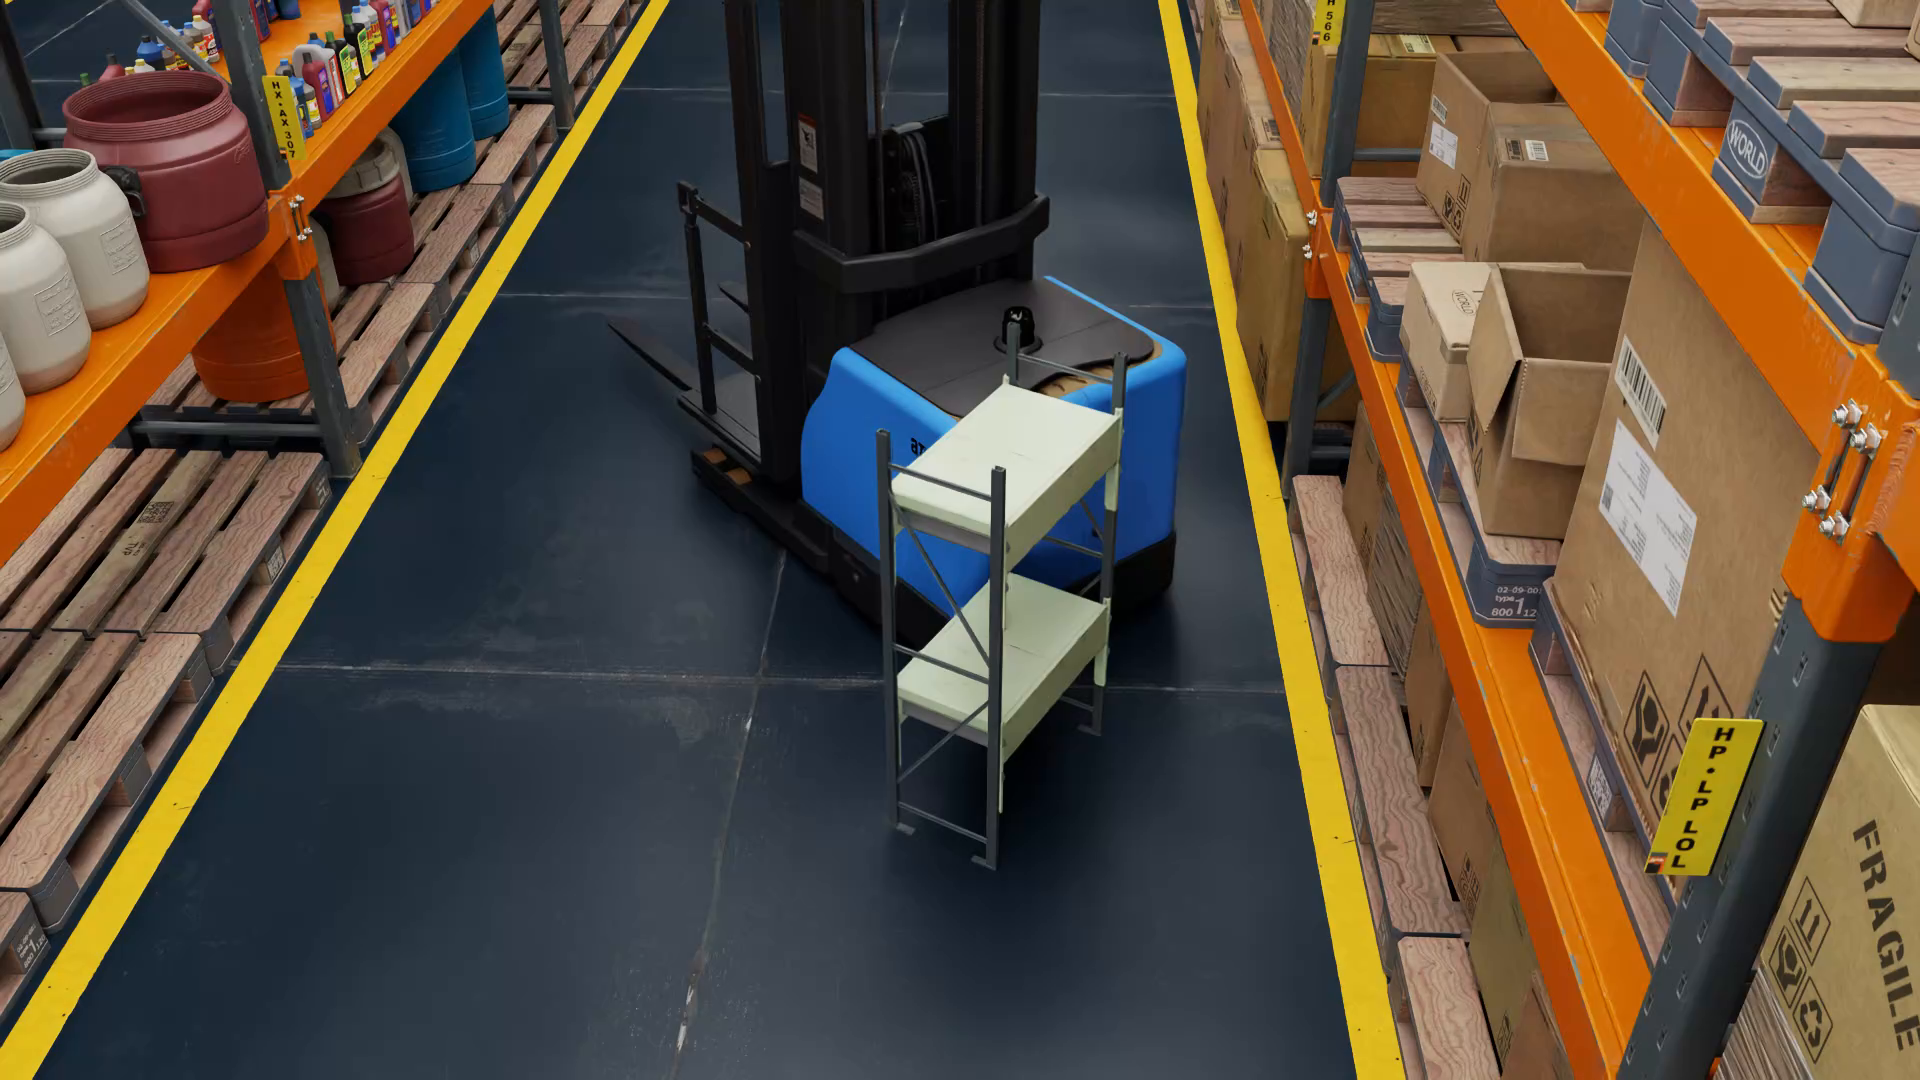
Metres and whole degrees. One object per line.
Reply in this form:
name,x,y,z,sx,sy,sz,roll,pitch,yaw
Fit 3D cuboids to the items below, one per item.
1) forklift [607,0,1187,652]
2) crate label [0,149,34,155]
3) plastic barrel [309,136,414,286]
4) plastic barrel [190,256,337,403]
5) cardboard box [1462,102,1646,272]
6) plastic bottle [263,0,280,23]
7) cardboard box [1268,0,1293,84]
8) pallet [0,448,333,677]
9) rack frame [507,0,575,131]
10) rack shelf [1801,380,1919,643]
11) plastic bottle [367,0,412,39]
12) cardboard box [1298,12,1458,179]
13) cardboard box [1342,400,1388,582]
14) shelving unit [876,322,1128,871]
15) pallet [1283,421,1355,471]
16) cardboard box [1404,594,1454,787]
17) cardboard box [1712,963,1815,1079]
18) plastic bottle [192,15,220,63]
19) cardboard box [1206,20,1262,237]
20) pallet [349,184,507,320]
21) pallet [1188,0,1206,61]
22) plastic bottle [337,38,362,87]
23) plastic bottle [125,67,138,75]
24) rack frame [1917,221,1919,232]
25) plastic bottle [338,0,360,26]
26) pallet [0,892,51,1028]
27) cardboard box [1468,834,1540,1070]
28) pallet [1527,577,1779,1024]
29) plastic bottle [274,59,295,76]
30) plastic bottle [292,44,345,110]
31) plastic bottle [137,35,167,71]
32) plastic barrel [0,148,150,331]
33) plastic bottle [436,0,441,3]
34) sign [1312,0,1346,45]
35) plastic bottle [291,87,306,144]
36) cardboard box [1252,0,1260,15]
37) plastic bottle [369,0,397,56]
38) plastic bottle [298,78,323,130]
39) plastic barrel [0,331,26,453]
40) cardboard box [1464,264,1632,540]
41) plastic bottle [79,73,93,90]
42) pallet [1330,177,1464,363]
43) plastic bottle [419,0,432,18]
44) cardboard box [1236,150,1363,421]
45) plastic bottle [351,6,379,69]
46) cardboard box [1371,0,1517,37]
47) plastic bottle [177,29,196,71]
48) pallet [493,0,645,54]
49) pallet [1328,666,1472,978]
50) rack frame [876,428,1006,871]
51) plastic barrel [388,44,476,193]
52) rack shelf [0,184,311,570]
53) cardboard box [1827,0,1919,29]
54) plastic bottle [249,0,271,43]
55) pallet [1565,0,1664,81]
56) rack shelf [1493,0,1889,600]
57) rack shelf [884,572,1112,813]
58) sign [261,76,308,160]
forklift,-0.480,-1.488,6.318,1.130,2.935,3.031,-24,42,-30
crate label,-3.481,-1.226,6.031,0.303,0.233,0.416,1,35,2
plastic barrel,-3.042,-1.643,8.211,0.600,0.588,0.708,1,35,2
plastic barrel,-3.087,-1.093,7.219,0.600,0.830,0.708,1,35,2
cardboard box,1.955,-0.992,5.100,0.700,0.500,0.500,6,36,9
plastic bottle,-3.393,-2.680,7.997,0.144,0.351,0.185,1,35,2
cardboard box,1.675,-2.328,7.367,0.500,0.500,0.500,0,35,0
pallet,-3.160,0.057,6.485,1.003,0.211,1.213,1,35,2
rack frame,-2.929,-3.826,9.585,1.000,3.000,0.127,1,35,2
rack shelf,1.618,1.101,0.592,1.077,0.370,4.000,1,35,2
plastic bottle,-2.694,-2.515,7.828,0.152,0.276,0.135,1,35,2
cardboard box,1.631,-1.743,6.535,0.500,0.500,0.500,2,35,3
cardboard box,1.852,-0.185,6.196,0.700,0.500,0.500,0,35,-1
shelving unit,0.133,0.189,5.176,0.431,1.500,0.755,19,39,25
pallet,1.966,-0.724,7.596,1.003,0.211,1.213,1,35,2
cardboard box,1.827,0.460,5.279,0.700,0.500,0.500,4,35,6
cardboard box,1.618,0.979,2.402,0.875,0.500,0.500,1,35,2
plastic bottle,-3.440,-2.279,7.556,0.097,0.201,0.097,0,35,0
cardboard box,1.979,-2.132,8.658,1.225,0.875,0.875,0,35,0
pallet,-3.048,-1.540,8.757,1.003,0.211,1.213,1,35,2
pallet,2.175,-3.708,11.843,1.003,0.211,1.213,1,35,2
plastic bottle,-2.694,-2.096,7.296,0.097,0.201,0.097,0,35,0
plastic bottle,-3.468,-1.887,6.999,0.097,0.201,0.097,0,35,0
rack frame,1.698,-1.570,1.157,1.000,3.000,0.127,1,35,2
plastic bottle,-2.841,-2.563,7.831,0.144,0.351,0.185,1,35,2
pallet,-3.258,1.459,4.490,1.003,0.211,1.213,1,35,2
cardboard box,1.782,1.102,4.365,0.700,0.500,0.500,1,35,2
pallet,1.874,0.528,3.557,1.003,0.211,1.213,1,35,2
plastic bottle,-2.856,-1.946,7.082,0.097,0.201,0.097,0,35,0
plastic bottle,-2.731,-1.984,7.072,0.152,0.276,0.135,1,35,2
plastic bottle,-3.460,-2.028,7.138,0.097,0.271,0.097,0,35,0
plastic barrel,-2.918,-0.977,5.435,0.421,0.512,0.421,0,35,0
plastic bottle,-2.672,-2.831,8.277,0.152,0.276,0.135,1,35,2
sign,1.304,-1.898,5.835,0.100,0.325,0.005,1,35,2
plastic bottle,-2.750,-1.718,6.694,0.152,0.276,0.135,1,35,2
cardboard box,1.712,-2.917,8.206,0.500,0.500,0.500,1,35,1
plastic bottle,-2.658,-2.384,7.635,0.061,0.283,0.133,1,35,2
plastic bottle,-2.714,-1.809,6.889,0.097,0.201,0.097,0,35,0
plastic barrel,-2.946,-0.500,4.734,0.433,0.535,0.433,0,35,0
cardboard box,1.676,-0.327,4.152,0.797,0.503,0.637,5,35,7
plastic bottle,-3.500,-1.722,6.693,0.061,0.283,0.133,1,35,2
pallet,1.937,-0.923,5.621,1.213,0.211,1.003,1,35,2
plastic bottle,-2.635,-2.700,8.085,0.061,0.283,0.133,1,35,2
cardboard box,1.908,-1.112,7.206,1.225,0.875,0.875,0,35,0
plastic bottle,-2.684,-2.257,7.465,0.097,0.271,0.097,0,35,0
cardboard box,1.905,-2.284,6.432,0.797,0.503,0.637,2,35,3
plastic bottle,-3.448,-2.167,7.397,0.097,0.201,0.097,0,35,0
pallet,-2.892,-3.811,11.989,1.003,0.211,1.213,1,35,2
pallet,1.774,0.876,5.321,1.003,0.211,1.213,1,35,2
rack frame,-0.054,0.370,4.919,0.400,1.500,0.023,19,39,25
plastic barrel,-2.997,-2.420,9.045,0.600,0.901,0.708,1,35,2
rack shelf,-3.170,-0.084,4.887,1.077,0.370,4.000,1,35,2
cardboard box,1.636,-1.002,2.709,0.396,0.266,0.258,3,35,4
plastic bottle,-3.303,-2.482,7.774,0.061,0.283,0.133,1,35,2
pallet,1.868,-1.214,3.423,1.213,0.211,1.003,1,35,2
rack shelf,1.779,-1.197,3.862,1.077,0.370,4.000,1,35,2
rack shelf,0.133,0.456,5.364,0.431,0.370,0.720,19,39,25
sign,-2.540,-1.586,6.256,0.100,0.325,0.005,1,35,2
